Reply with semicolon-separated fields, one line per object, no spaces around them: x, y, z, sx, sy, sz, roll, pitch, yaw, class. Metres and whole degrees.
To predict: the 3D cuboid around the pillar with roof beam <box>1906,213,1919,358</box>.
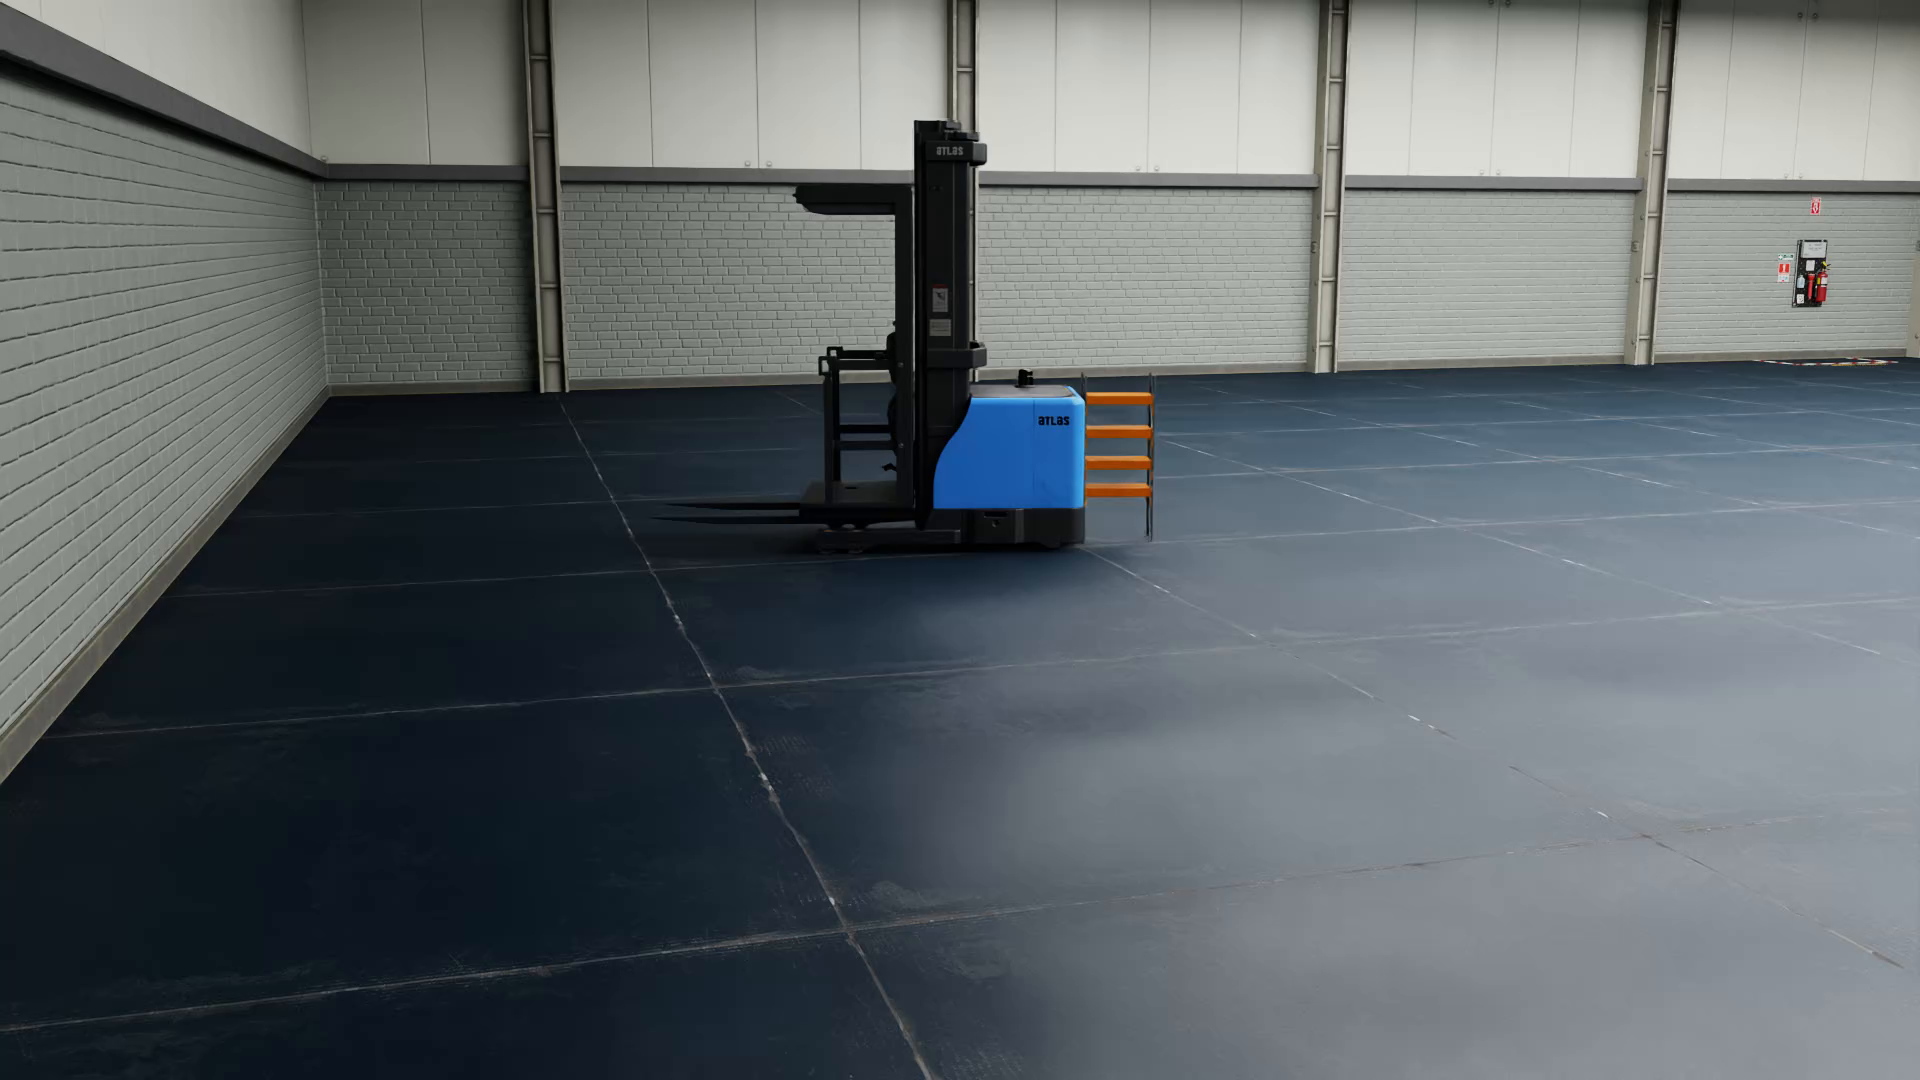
18.531;-6.983;25.126;0.400;9.000;9.100;-3;11;-16;pillar with roof beam

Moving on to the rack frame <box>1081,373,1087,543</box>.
0.883;-0.589;11.933;0.015;1.200;0.240;0;10;-1;rack frame

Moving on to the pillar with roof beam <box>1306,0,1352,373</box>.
7.009;-6.376;21.827;0.400;9.000;9.100;-3;11;-16;pillar with roof beam

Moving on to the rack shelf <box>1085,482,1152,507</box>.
1.127;-0.329;11.987;0.480;0.148;0.258;0;10;-1;rack shelf

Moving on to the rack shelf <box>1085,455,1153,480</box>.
1.127;-0.524;11.951;0.480;0.148;0.258;0;10;-1;rack shelf

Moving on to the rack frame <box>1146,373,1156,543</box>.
1.371;-0.591;11.944;0.015;1.200;0.240;0;10;-1;rack frame

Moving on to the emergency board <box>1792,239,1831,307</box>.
14.945;-4.663;29.091;0.643;1.169;0.194;-3;11;-16;emergency board

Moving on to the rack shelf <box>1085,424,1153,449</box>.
1.127;-0.744;11.910;0.480;0.148;0.258;0;10;-1;rack shelf

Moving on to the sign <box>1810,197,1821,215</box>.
14.909;-5.820;28.973;0.199;0.298;0.001;-3;11;-16;sign

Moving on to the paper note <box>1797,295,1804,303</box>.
14.755;-4.233;29.187;0.142;0.148;0.016;-3;11;-16;paper note

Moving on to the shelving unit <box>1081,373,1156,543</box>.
1.127;-0.590;11.939;0.503;1.200;0.258;0;10;-1;shelving unit

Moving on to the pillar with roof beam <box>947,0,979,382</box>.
1.249;-6.073;20.178;0.400;9.000;9.100;-3;11;-16;pillar with roof beam

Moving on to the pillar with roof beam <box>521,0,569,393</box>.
-4.512;-5.769;18.528;0.400;9.000;9.100;-3;11;-16;pillar with roof beam

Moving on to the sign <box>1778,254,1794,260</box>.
14.392;-4.930;28.978;0.331;0.109;0.001;-3;11;-16;sign

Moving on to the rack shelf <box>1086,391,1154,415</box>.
1.127;-0.977;11.867;0.480;0.148;0.258;0;10;-1;rack shelf

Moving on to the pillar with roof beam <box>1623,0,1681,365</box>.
12.770;-6.680;23.476;0.400;9.000;9.100;-3;11;-16;pillar with roof beam

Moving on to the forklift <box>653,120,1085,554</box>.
-0.647;-1.443;11.792;3.031;2.935;1.130;0;10;-1;forklift

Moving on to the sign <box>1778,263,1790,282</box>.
14.385;-4.670;29.033;0.234;0.329;0.001;-3;11;-16;sign
